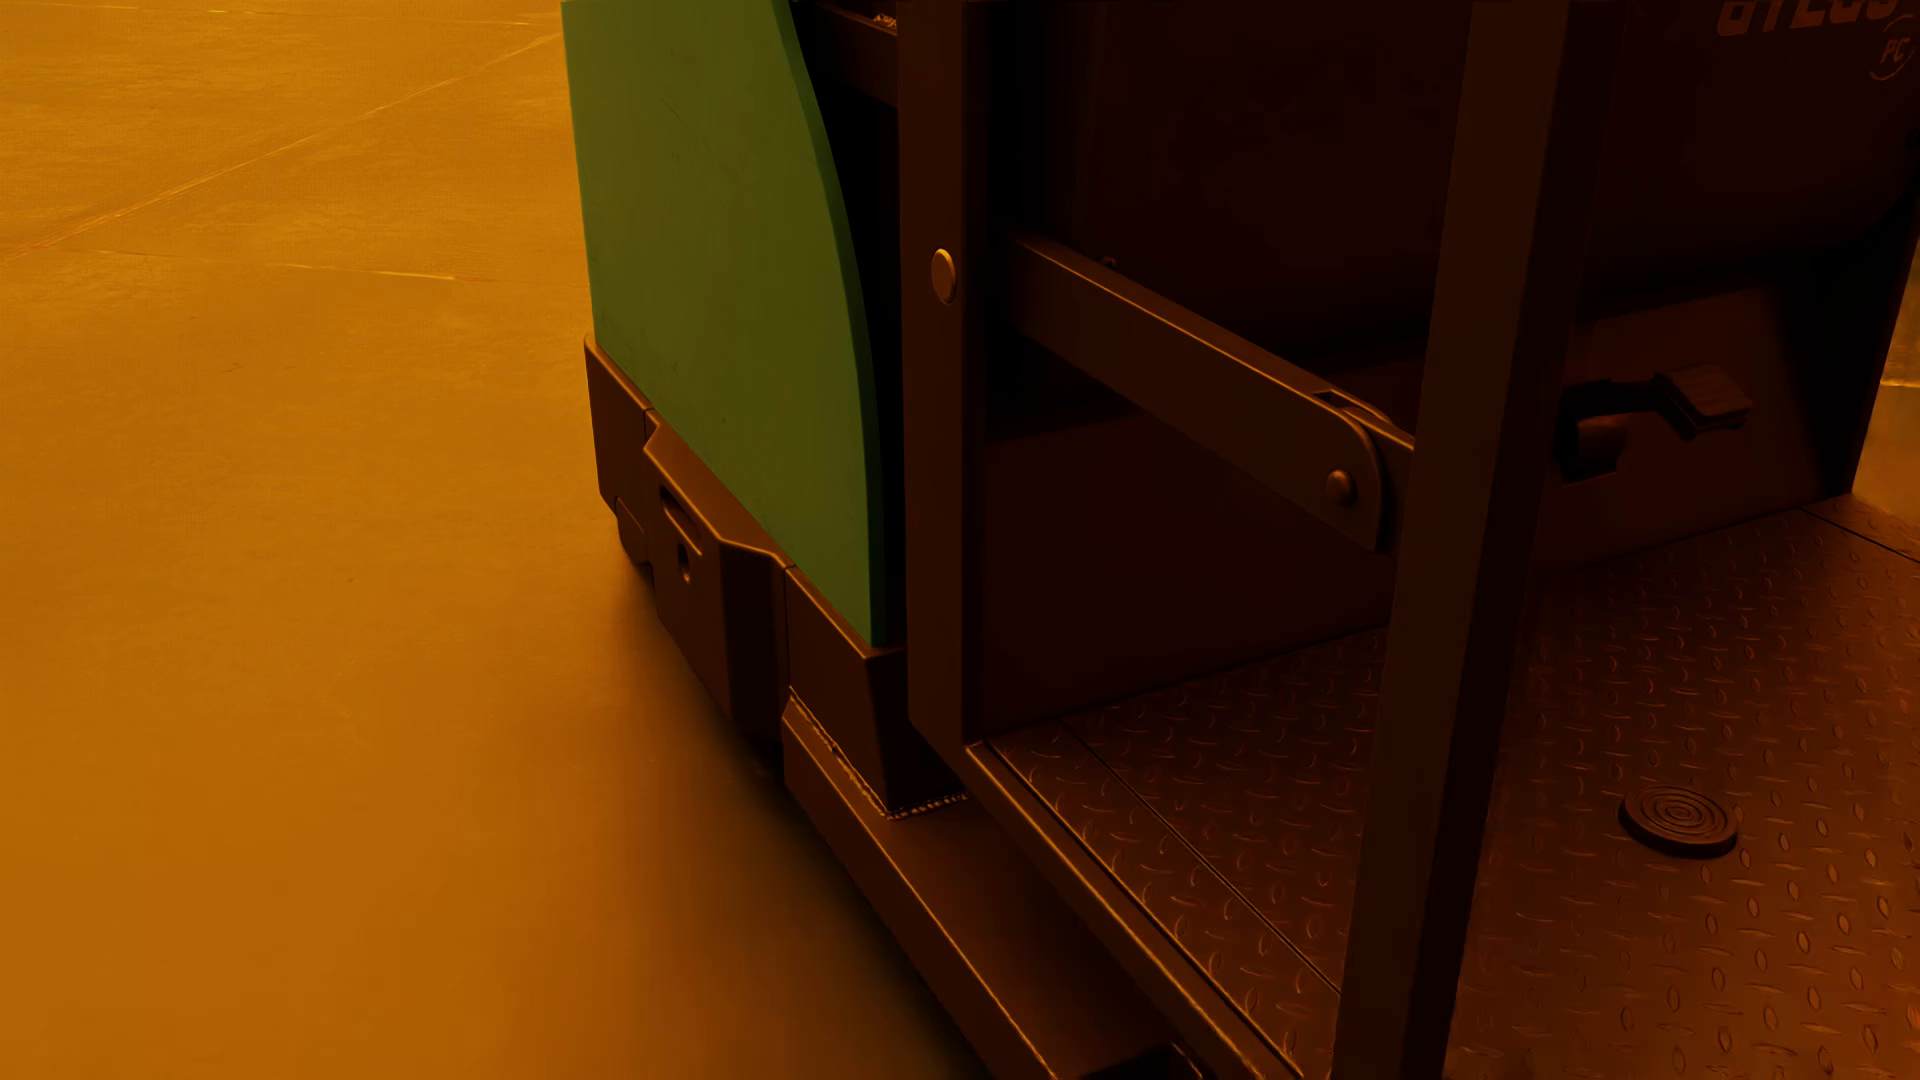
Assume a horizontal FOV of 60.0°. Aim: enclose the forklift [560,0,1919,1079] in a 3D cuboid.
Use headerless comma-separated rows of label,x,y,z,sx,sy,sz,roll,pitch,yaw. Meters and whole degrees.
forklift,0.576,-0.848,0.926,1.130,2.935,3.031,-13,29,-24
